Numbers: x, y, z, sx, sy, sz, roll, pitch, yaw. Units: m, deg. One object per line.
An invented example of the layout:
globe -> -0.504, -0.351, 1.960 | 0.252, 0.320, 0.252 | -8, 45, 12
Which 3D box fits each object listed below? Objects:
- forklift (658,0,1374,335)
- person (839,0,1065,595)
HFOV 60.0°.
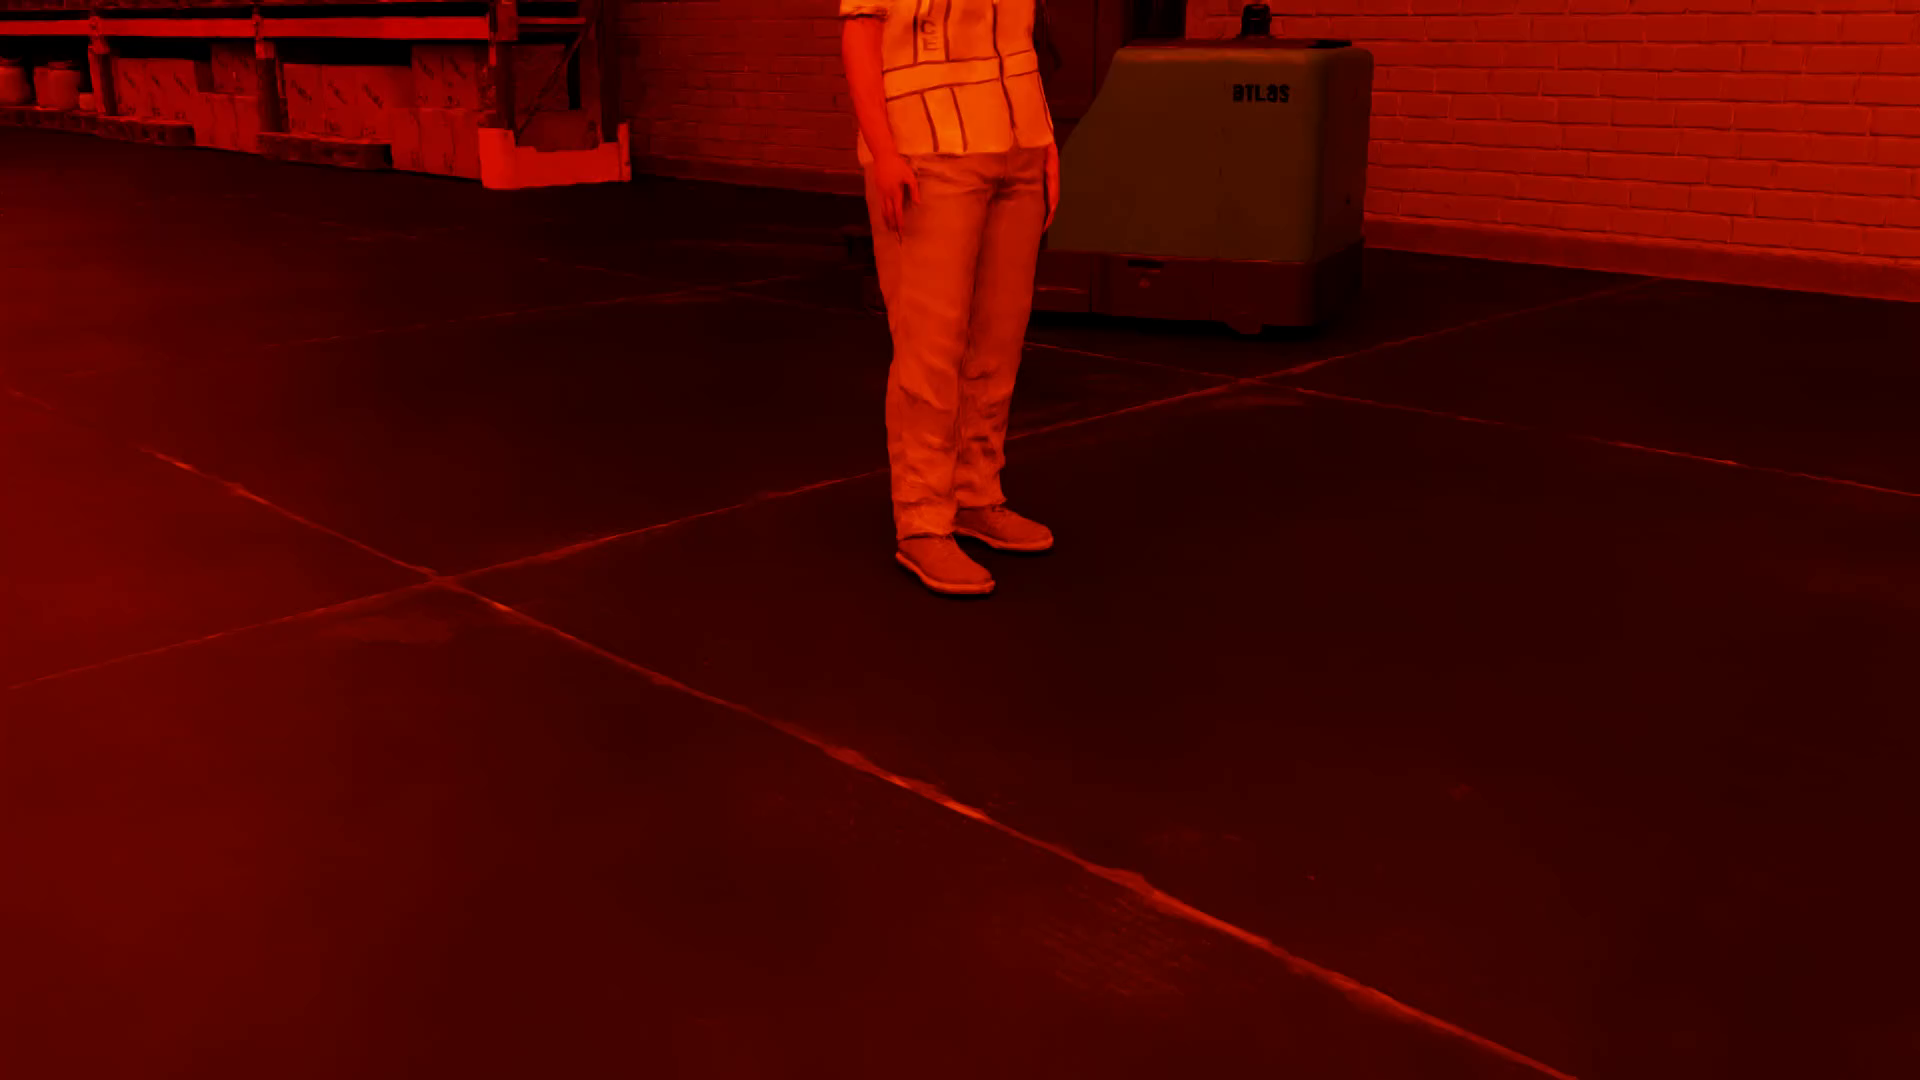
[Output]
forklift -> 0.145, -2.450, 6.866 | 3.031, 2.935, 1.130 | 8, 19, 23
person -> 0.039, -0.783, 3.580 | 0.529, 1.669, 0.598 | 16, 23, 42
